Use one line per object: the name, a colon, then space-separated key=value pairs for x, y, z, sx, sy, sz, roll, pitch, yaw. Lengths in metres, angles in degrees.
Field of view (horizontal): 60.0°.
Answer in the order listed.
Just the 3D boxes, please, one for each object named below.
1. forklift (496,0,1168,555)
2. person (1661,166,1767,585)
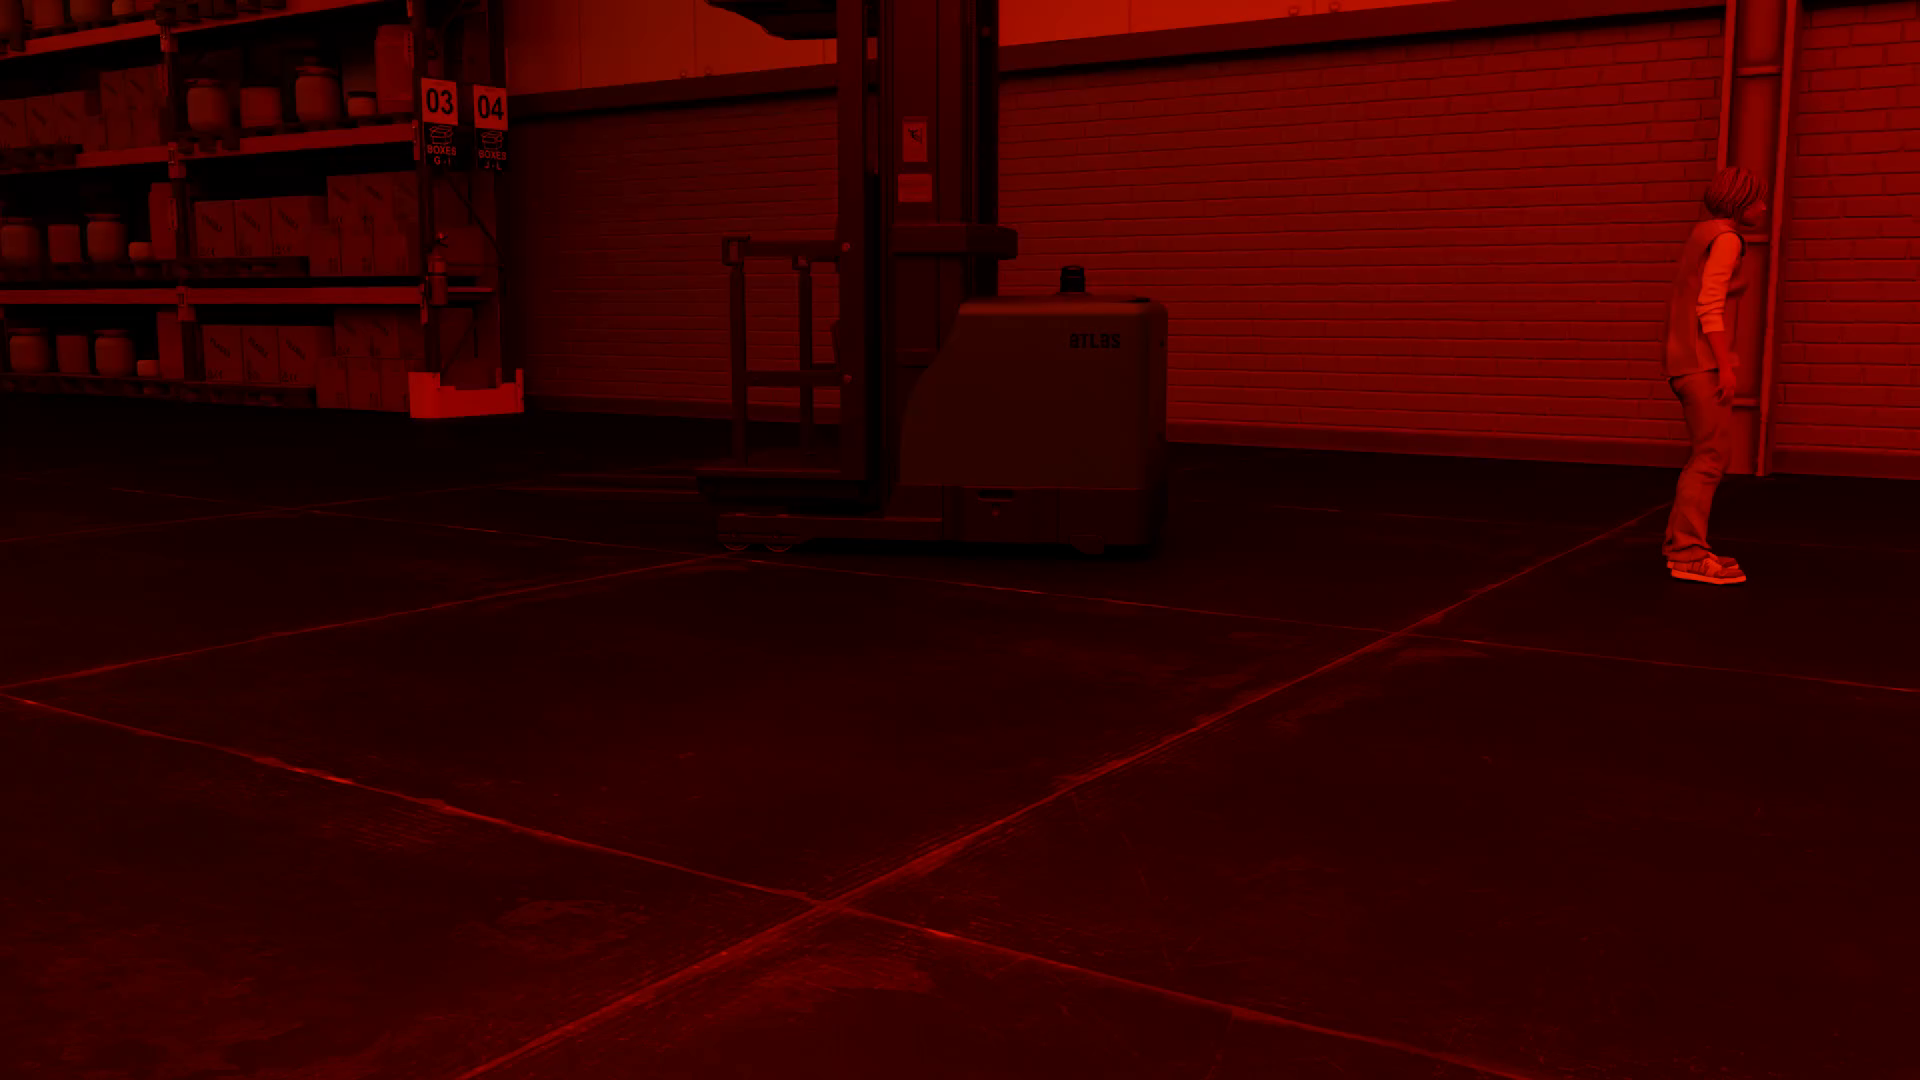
forklift: x=-0.596 y=-1.469 z=7.520 sx=3.031 sy=2.935 sz=1.130 roll=2 pitch=8 yaw=12
person: x=2.922 y=-0.646 z=6.493 sx=0.342 sy=1.593 sz=0.485 roll=3 pitch=8 yaw=17
